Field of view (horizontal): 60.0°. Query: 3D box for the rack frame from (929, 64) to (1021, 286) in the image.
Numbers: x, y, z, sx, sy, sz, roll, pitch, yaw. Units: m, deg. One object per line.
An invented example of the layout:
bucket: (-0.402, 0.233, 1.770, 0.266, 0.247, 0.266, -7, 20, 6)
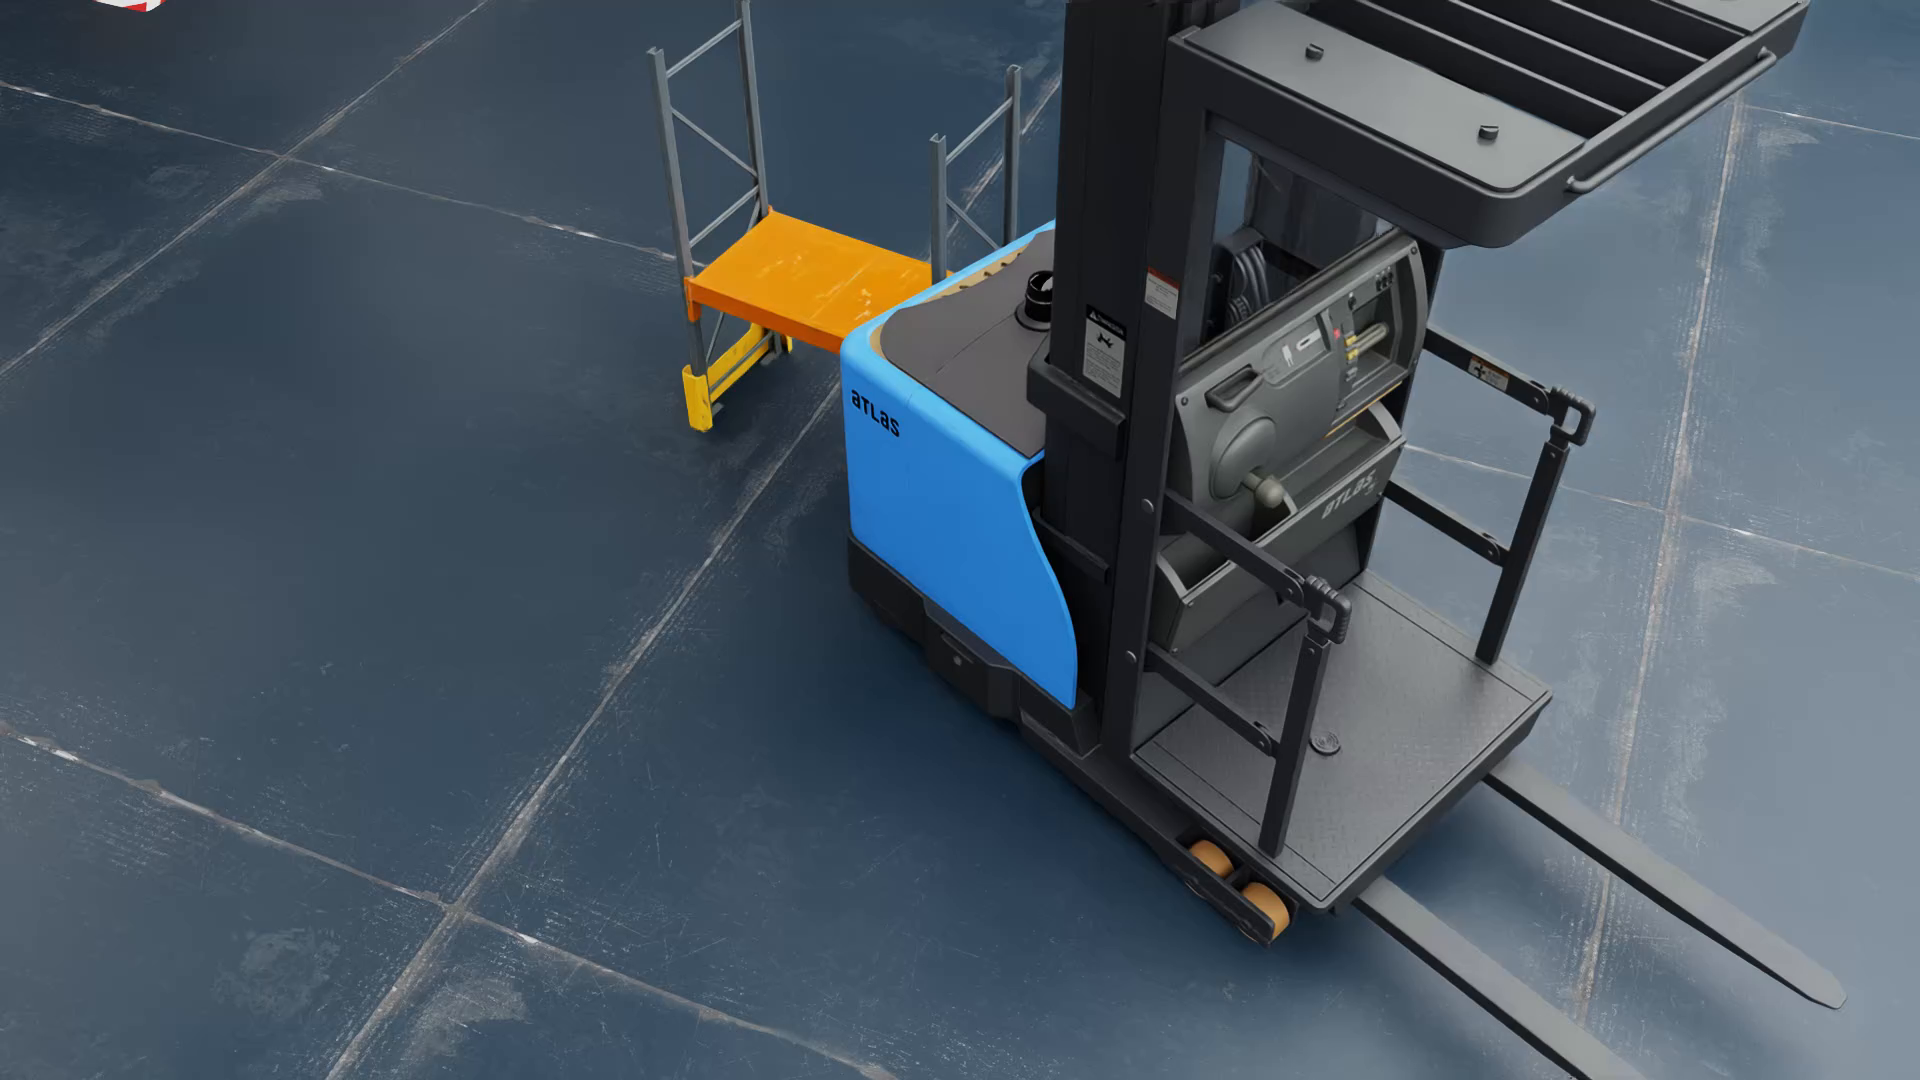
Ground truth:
rack frame: (0.049, -0.766, 5.456, 0.032, 1.500, 0.500, 22, 49, 21)

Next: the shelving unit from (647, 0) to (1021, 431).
shelving unit: (-0.399, -0.948, 5.639, 1.083, 1.500, 0.587, 22, 49, 21)

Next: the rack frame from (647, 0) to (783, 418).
rack frame: (-0.831, -1.124, 5.816, 0.032, 1.500, 0.500, 22, 49, 21)

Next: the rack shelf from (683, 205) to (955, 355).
rack shelf: (-0.391, -0.817, 5.763, 1.000, 0.185, 0.538, 22, 49, 21)

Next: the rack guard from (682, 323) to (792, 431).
rack guard: (-0.830, -0.680, 6.256, 0.087, 0.250, 0.587, 22, 49, 21)

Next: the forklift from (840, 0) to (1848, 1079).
forklift: (1.004, -0.336, 4.010, 1.130, 2.935, 3.031, -33, 54, -29)
